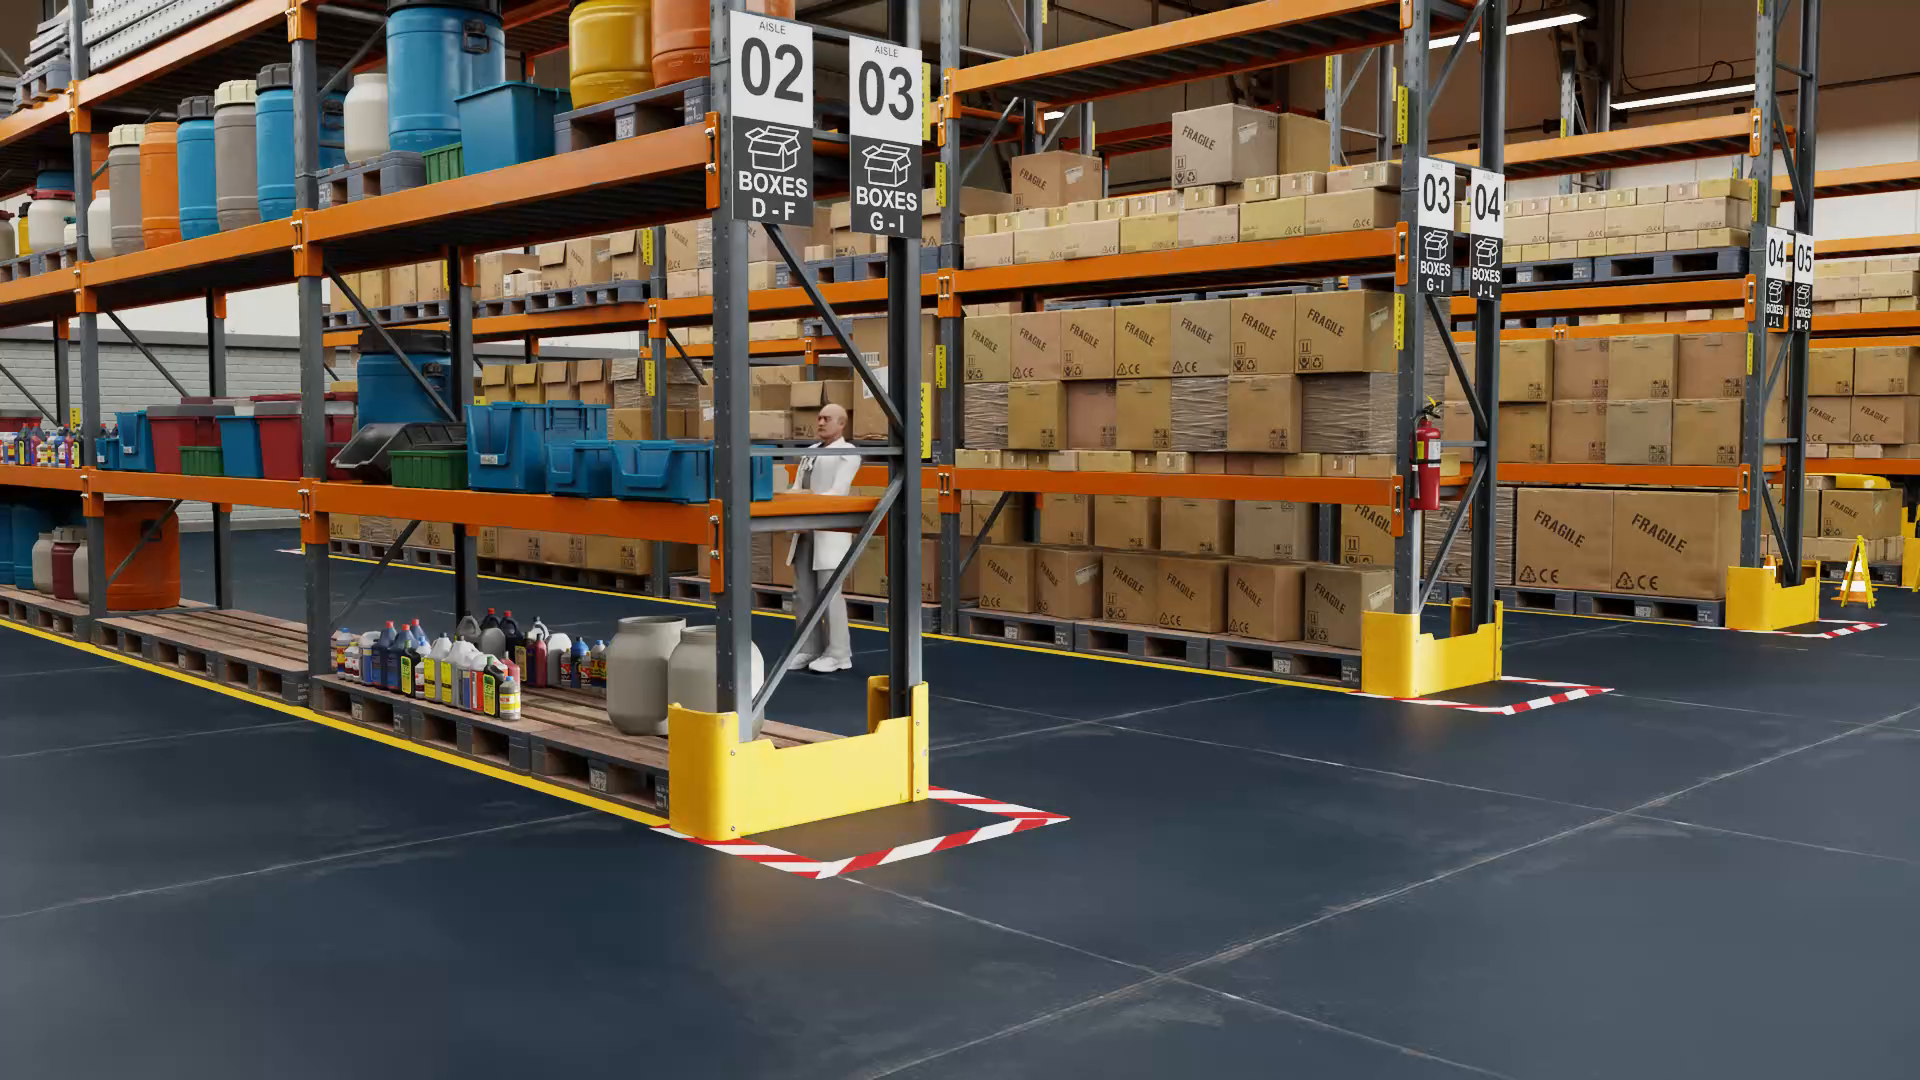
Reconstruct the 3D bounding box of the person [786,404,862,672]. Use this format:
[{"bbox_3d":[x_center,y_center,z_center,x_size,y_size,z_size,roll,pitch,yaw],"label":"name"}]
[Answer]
[{"bbox_3d":[-0.978,-0.018,11.041,0.555,1.769,0.527,-4,5,-43],"label":"person"}]
